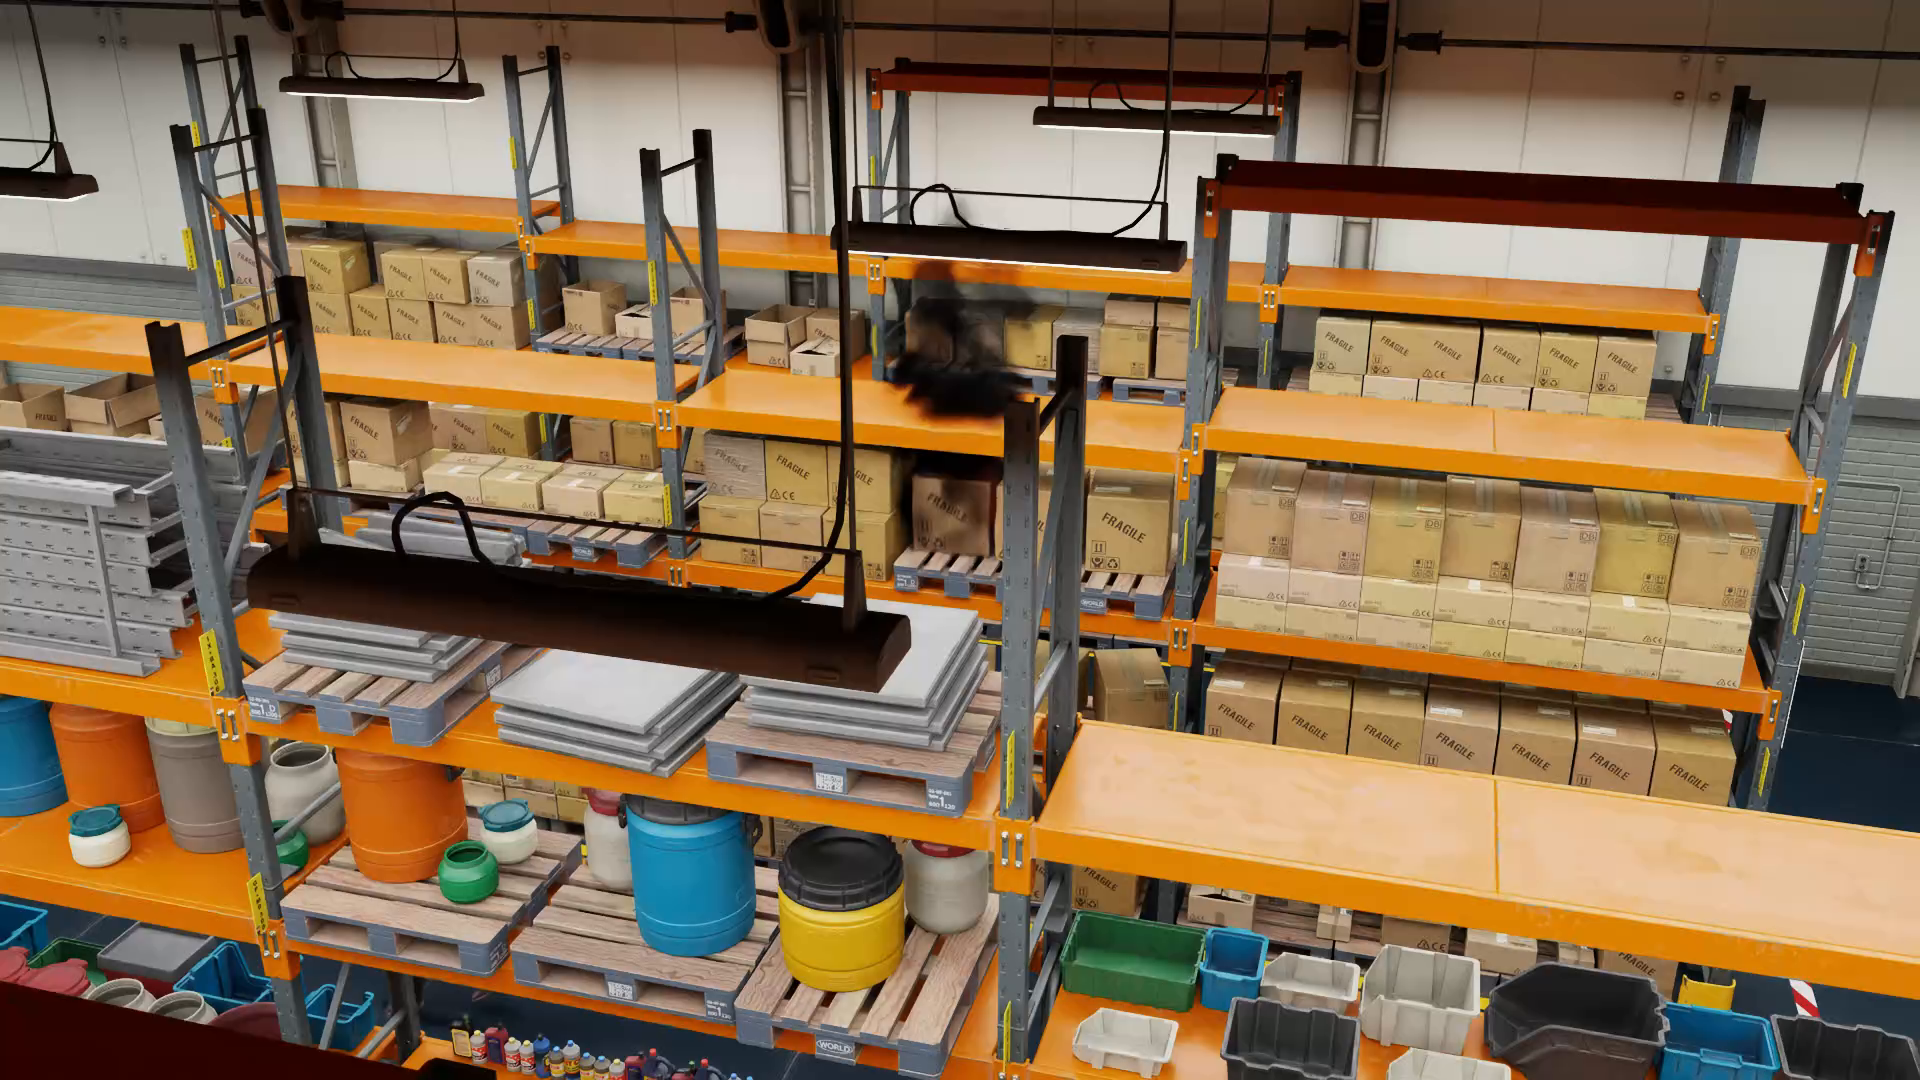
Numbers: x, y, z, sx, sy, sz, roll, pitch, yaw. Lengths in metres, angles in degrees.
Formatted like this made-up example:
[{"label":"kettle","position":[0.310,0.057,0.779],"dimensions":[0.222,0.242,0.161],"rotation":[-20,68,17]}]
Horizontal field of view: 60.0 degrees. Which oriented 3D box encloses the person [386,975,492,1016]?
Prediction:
[{"label":"person","position":[-3.809,2.710,12.028],"dimensions":[0.876,1.659,0.581],"rotation":[1,23,1]}]
